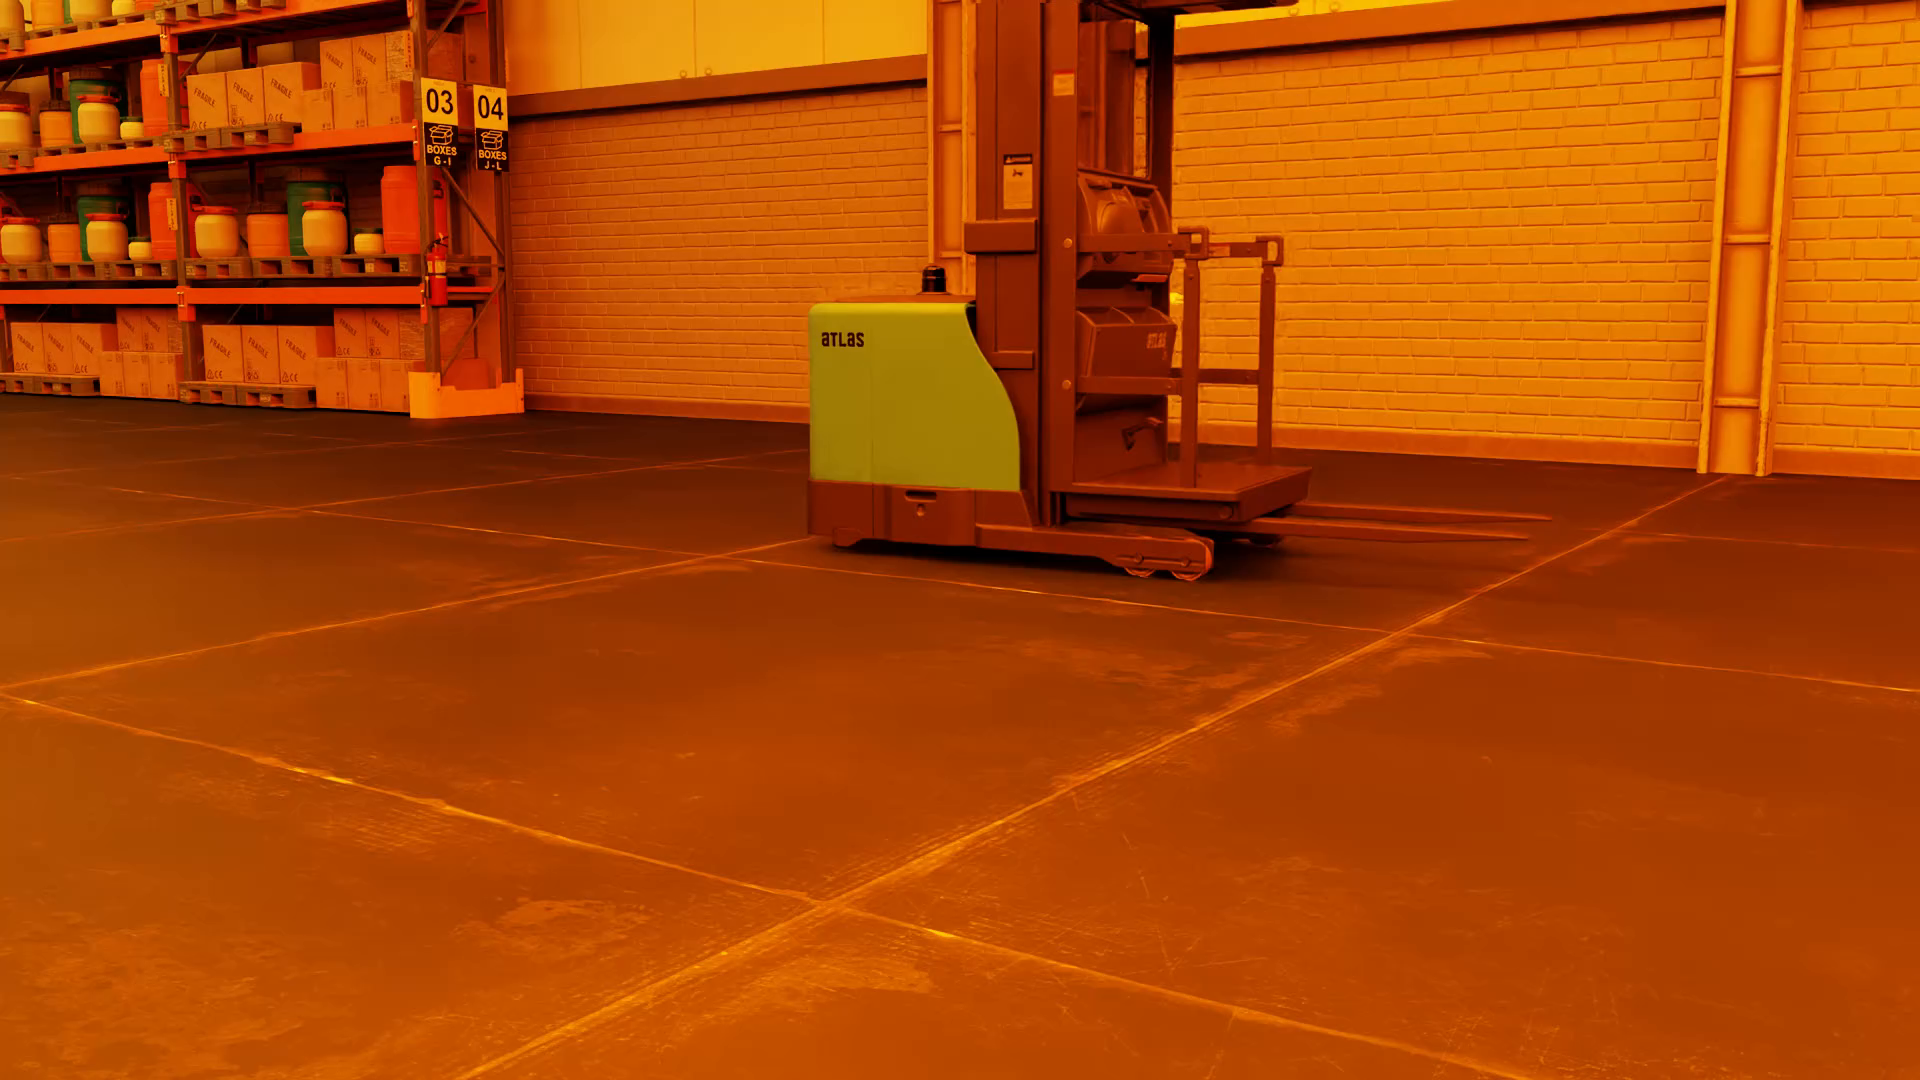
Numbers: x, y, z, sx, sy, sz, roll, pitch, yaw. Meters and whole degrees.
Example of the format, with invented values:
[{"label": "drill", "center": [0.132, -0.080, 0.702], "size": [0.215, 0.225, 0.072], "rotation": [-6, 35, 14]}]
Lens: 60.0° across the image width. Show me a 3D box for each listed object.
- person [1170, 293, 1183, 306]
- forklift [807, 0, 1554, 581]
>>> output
[{"label": "person", "center": [0.688, -0.833, 8.318], "size": [0.754, 1.333, 1.508], "rotation": [5, 10, 33]}, {"label": "forklift", "center": [0.877, -1.376, 6.867], "size": [3.031, 2.935, 1.130], "rotation": [4, 9, 27]}]
